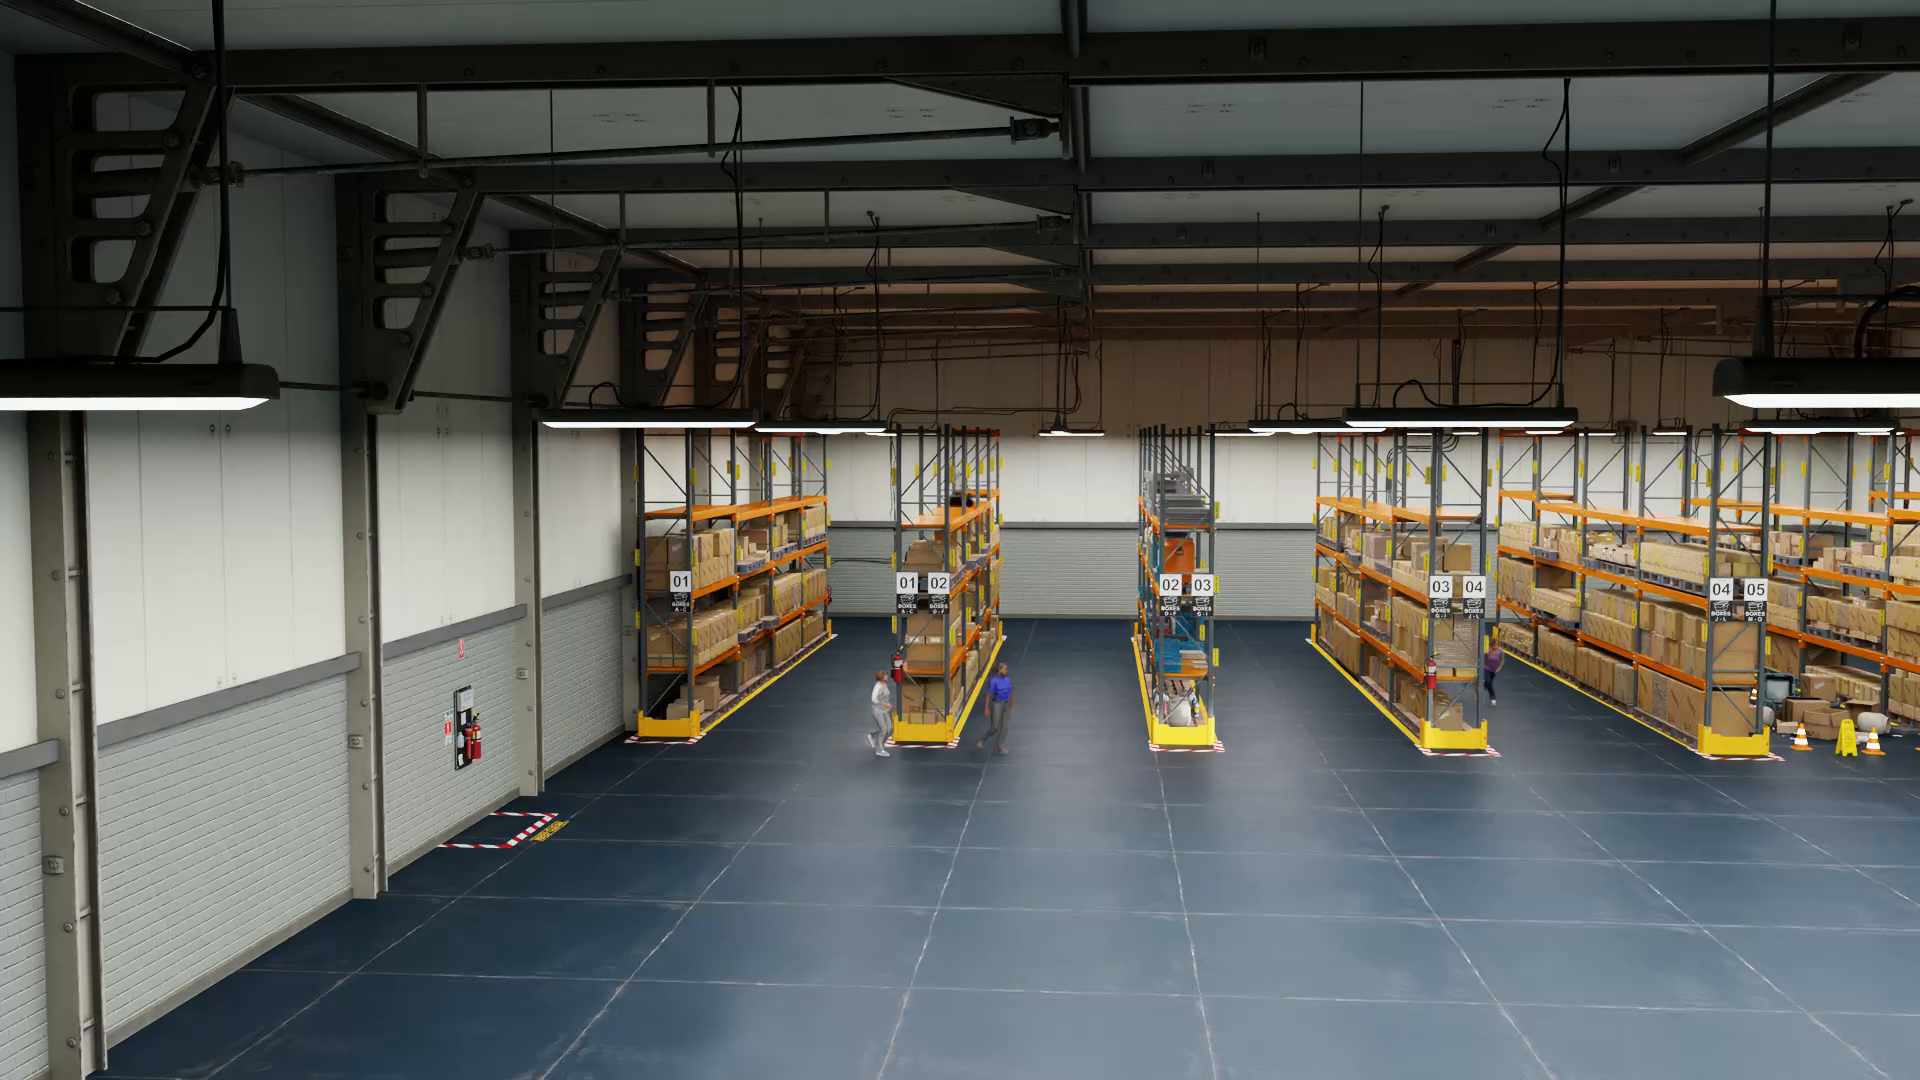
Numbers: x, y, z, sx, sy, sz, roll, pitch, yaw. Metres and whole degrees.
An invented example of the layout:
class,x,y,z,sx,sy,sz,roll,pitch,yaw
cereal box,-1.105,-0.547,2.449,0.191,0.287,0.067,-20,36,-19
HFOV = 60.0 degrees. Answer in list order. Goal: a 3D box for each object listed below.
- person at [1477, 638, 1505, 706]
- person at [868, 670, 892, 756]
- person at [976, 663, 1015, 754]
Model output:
class,x,y,z,sx,sy,sz,roll,pitch,yaw
person,11.427,2.807,35.898,0.538,1.447,0.962,0,3,3
person,-1.457,3.131,30.046,0.584,1.552,0.524,1,4,23
person,0.631,3.055,30.272,0.624,1.653,0.530,-3,4,-38
